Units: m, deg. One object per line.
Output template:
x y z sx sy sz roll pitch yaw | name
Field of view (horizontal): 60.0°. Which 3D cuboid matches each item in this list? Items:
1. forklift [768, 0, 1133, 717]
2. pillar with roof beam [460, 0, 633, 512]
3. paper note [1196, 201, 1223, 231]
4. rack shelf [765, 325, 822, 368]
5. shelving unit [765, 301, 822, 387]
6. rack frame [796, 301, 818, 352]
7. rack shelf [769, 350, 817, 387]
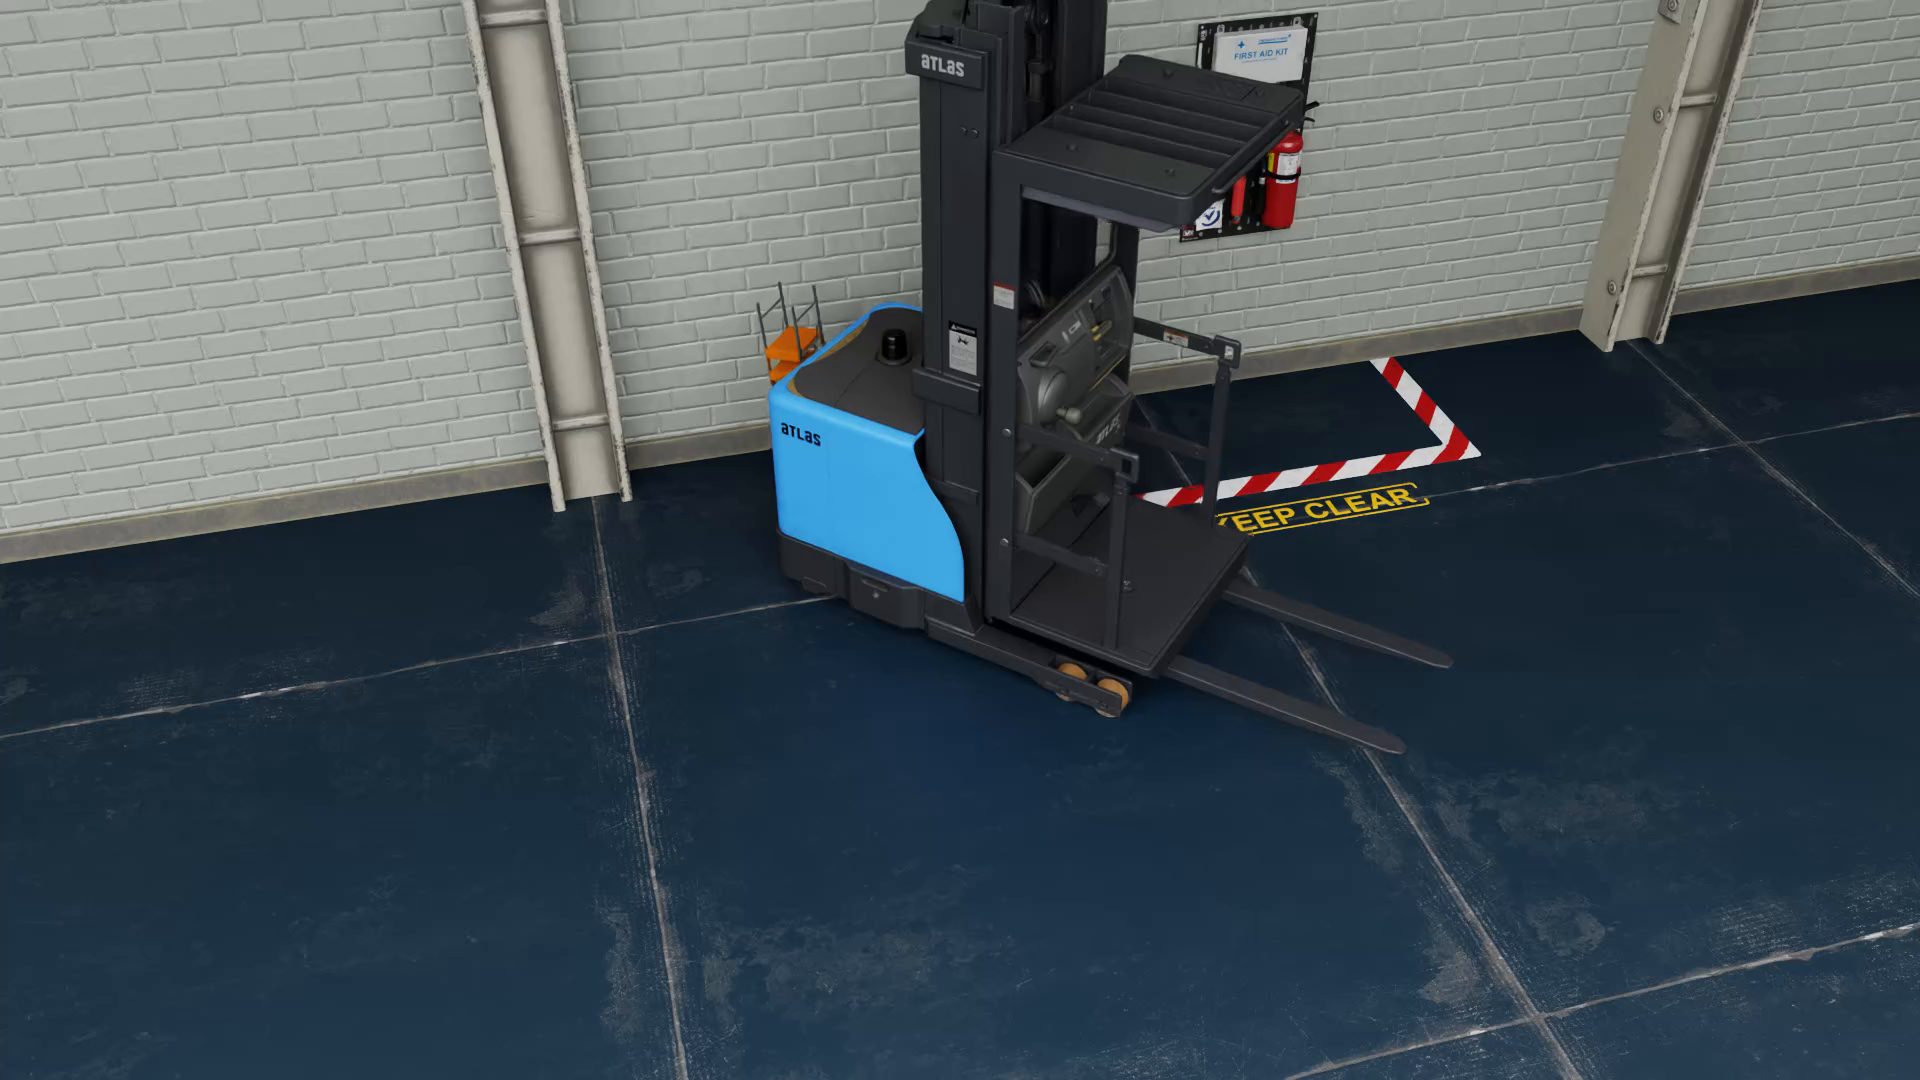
0.664 -0.766 6.819 3.031 2.935 1.130 20 42 24 | forklift
-0.779 -1.312 2.538 0.400 9.000 9.100 -9 38 -12 | pillar with roof beam
1.307 -1.698 8.705 0.142 0.148 0.016 -9 38 -12 | paper note
-0.784 -0.914 7.909 0.180 0.103 0.258 9 38 21 | rack shelf
-0.752 -0.657 8.089 0.183 1.046 0.258 9 38 21 | shelving unit
-0.669 -0.643 8.055 0.002 1.046 0.228 9 38 21 | rack frame
-0.772 -0.816 7.977 0.180 0.103 0.258 9 38 21 | rack shelf
